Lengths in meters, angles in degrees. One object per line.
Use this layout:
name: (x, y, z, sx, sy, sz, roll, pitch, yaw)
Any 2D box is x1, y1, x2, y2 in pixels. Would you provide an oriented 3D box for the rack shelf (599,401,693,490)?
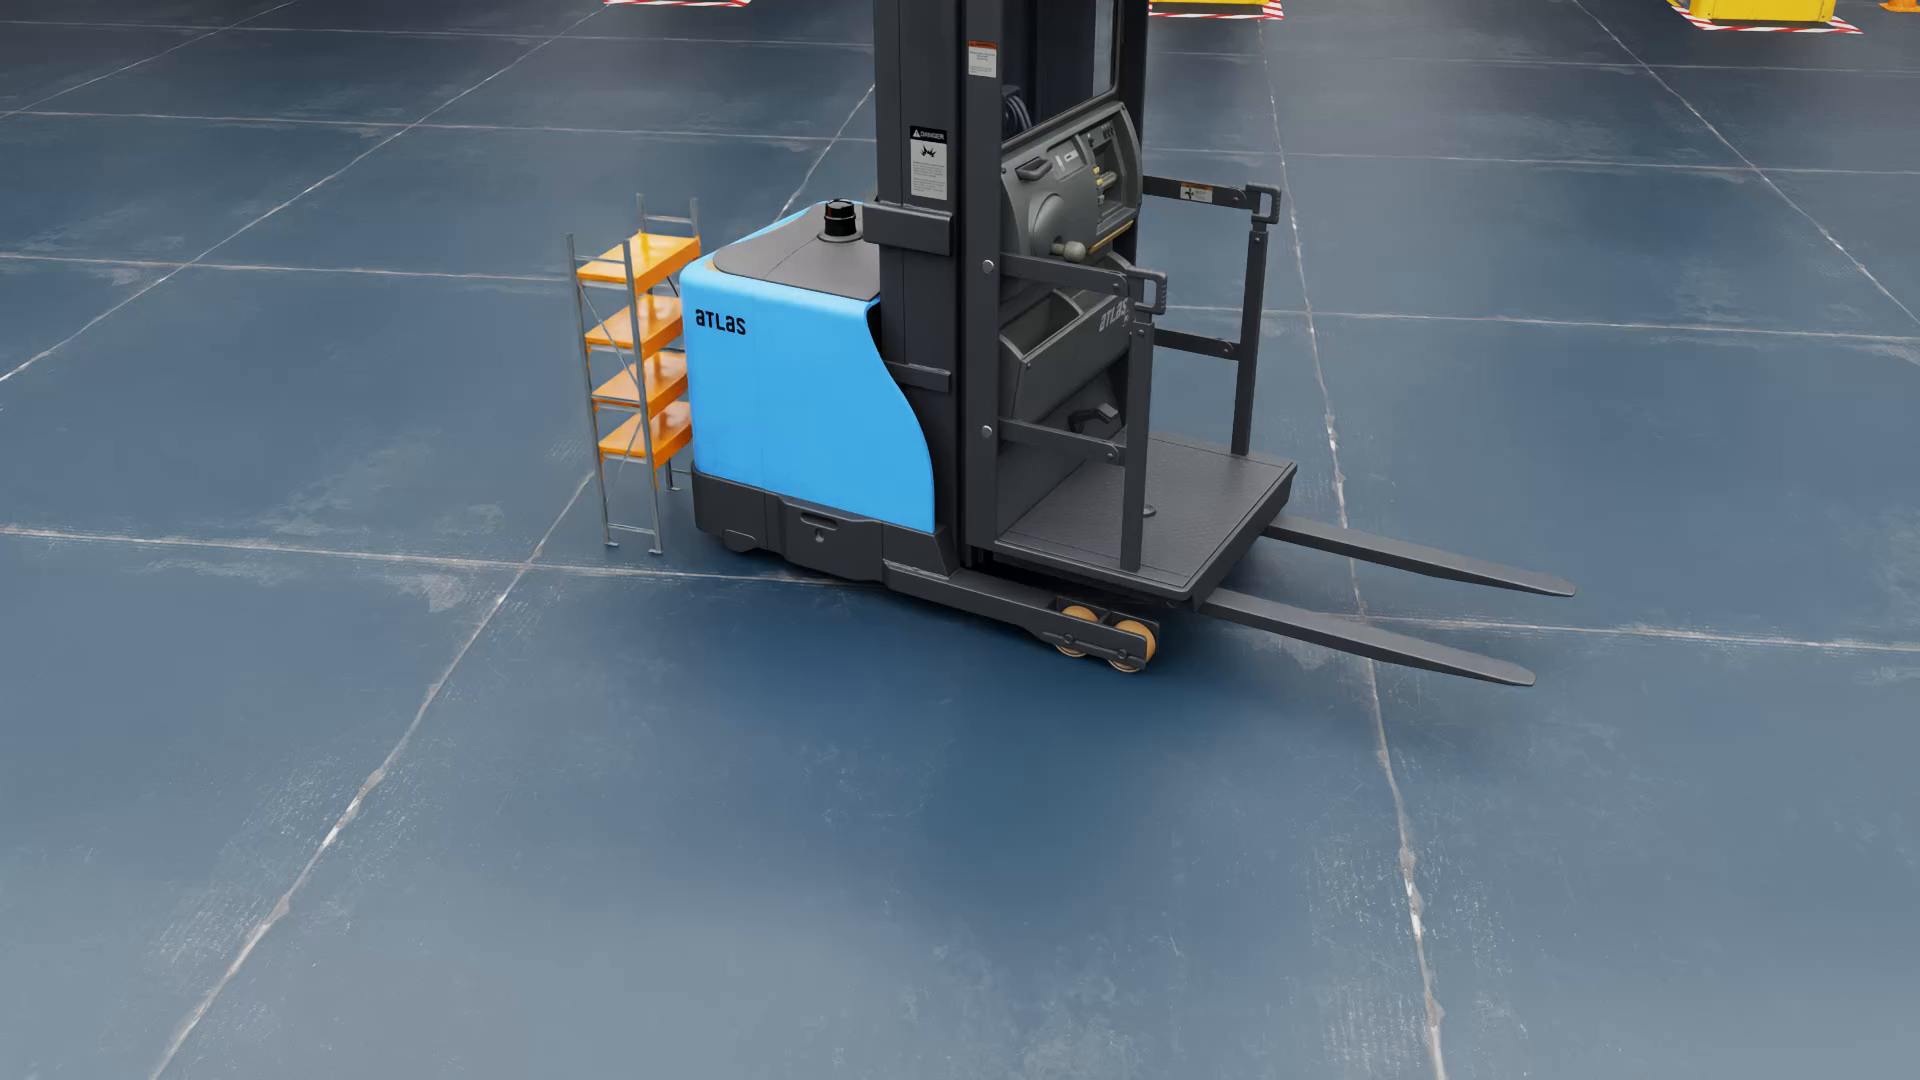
rack shelf: (-1.137, -0.372, 6.232, 0.258, 0.148, 0.480, 9, 30, 17)

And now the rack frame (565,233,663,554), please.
rack frame: (-1.221, -0.497, 5.904, 0.240, 1.200, 0.015, 9, 30, 17)

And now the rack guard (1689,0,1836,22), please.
rack guard: (7.228, -4.955, 14.920, 1.175, 0.500, 0.348, 3, 28, 6)

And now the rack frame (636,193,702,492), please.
rack frame: (-1.058, -0.715, 6.309, 0.240, 1.200, 0.015, 9, 30, 17)

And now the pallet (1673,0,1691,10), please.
pallet: (7.251, -5.220, 15.717, 1.003, 0.211, 1.213, 3, 28, 6)

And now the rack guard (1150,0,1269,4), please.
rack guard: (2.330, -5.338, 15.631, 1.175, 0.500, 0.348, 3, 28, 6)

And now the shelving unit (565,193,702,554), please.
shelving unit: (-1.139, -0.606, 6.106, 0.258, 1.200, 0.503, 9, 30, 17)

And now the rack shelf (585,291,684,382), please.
rack shelf: (-1.141, -0.744, 6.033, 0.258, 0.148, 0.480, 9, 30, 17)

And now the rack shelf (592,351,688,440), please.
rack shelf: (-1.139, -0.547, 6.138, 0.258, 0.148, 0.480, 9, 30, 17)

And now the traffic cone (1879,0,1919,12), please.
traffic cone: (8.705, -5.117, 15.261, 0.336, 0.463, 0.334, 3, 28, 6)

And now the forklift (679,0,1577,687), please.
forklift: (0.551, -1.146, 5.286, 3.031, 2.935, 1.130, 15, 32, 25)

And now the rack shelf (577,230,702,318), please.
rack shelf: (-1.144, -0.953, 5.921, 0.258, 0.148, 0.480, 9, 30, 17)
